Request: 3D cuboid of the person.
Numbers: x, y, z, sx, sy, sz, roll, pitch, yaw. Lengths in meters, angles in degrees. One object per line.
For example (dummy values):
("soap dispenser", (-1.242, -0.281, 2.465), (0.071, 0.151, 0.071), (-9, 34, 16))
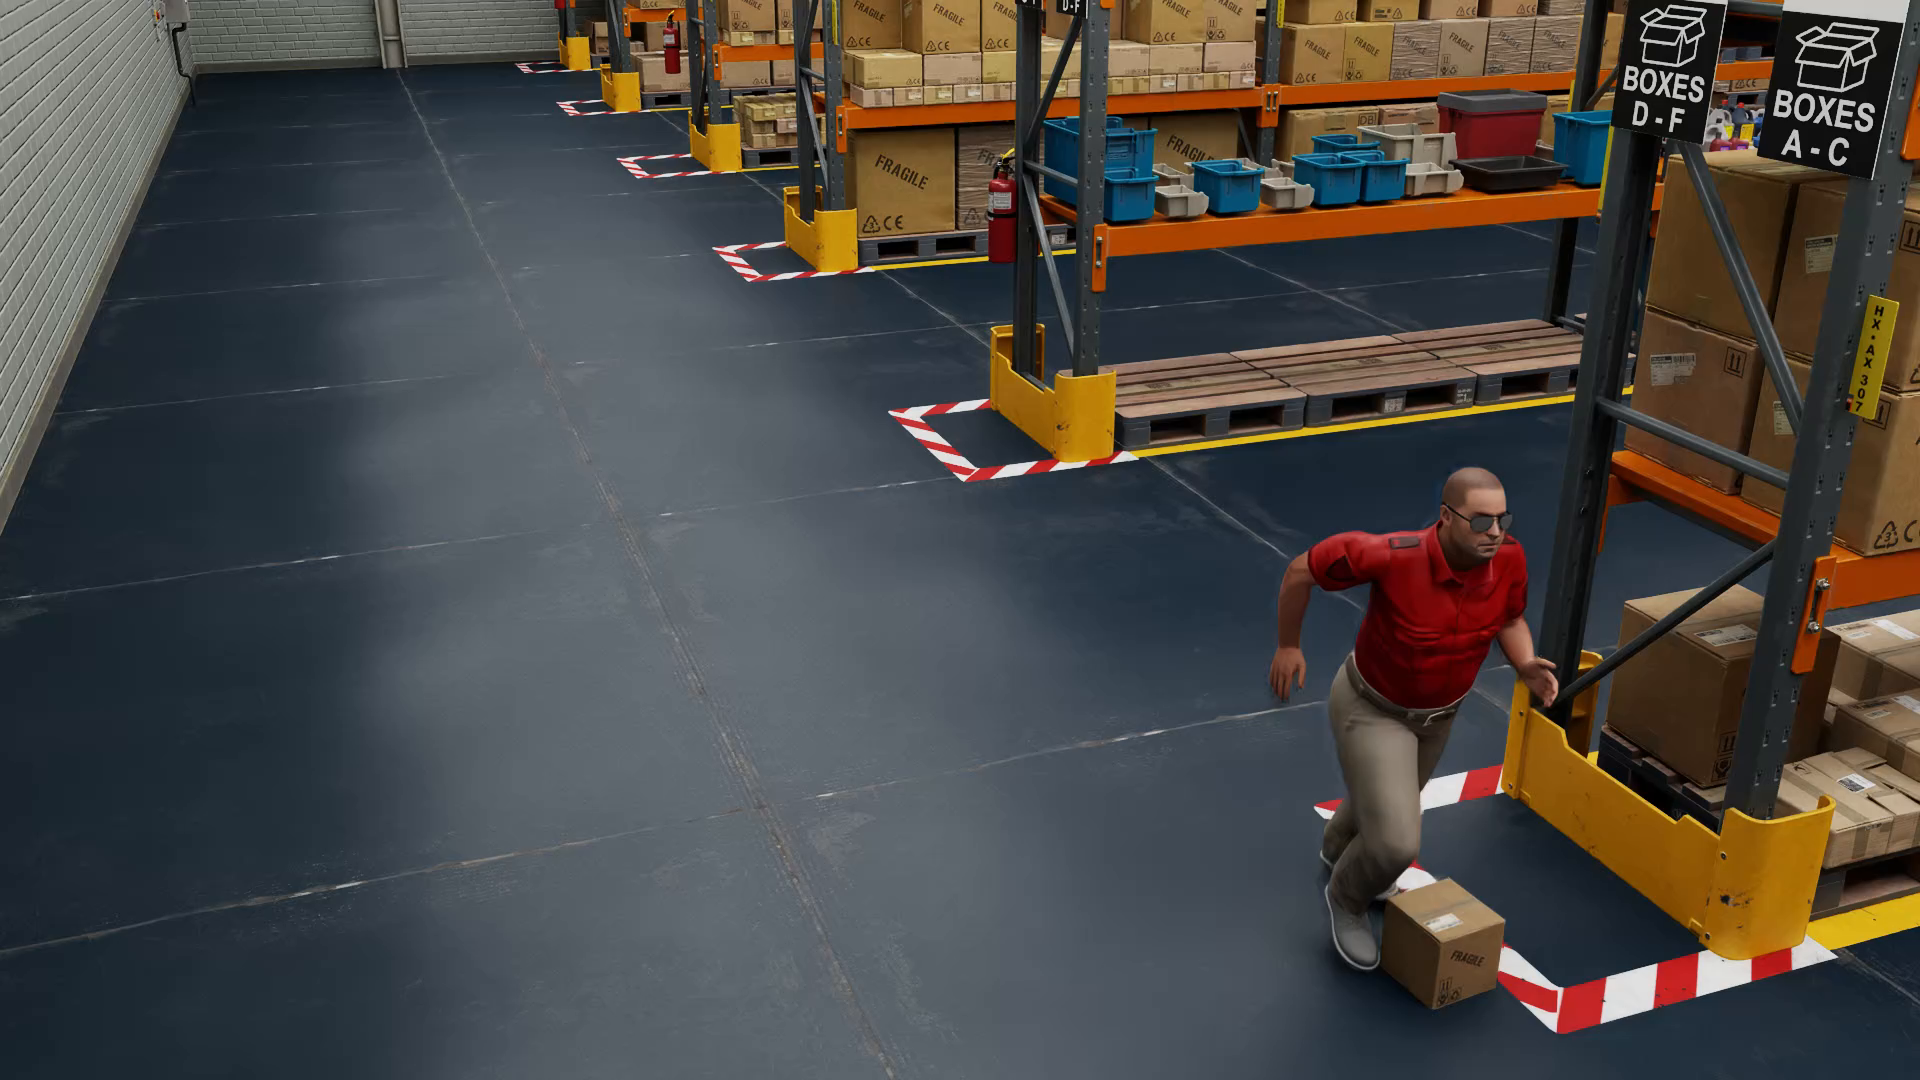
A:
("person", (1.325, 0.479, 4.920), (0.657, 1.549, 0.910), (-11, 25, -25))
